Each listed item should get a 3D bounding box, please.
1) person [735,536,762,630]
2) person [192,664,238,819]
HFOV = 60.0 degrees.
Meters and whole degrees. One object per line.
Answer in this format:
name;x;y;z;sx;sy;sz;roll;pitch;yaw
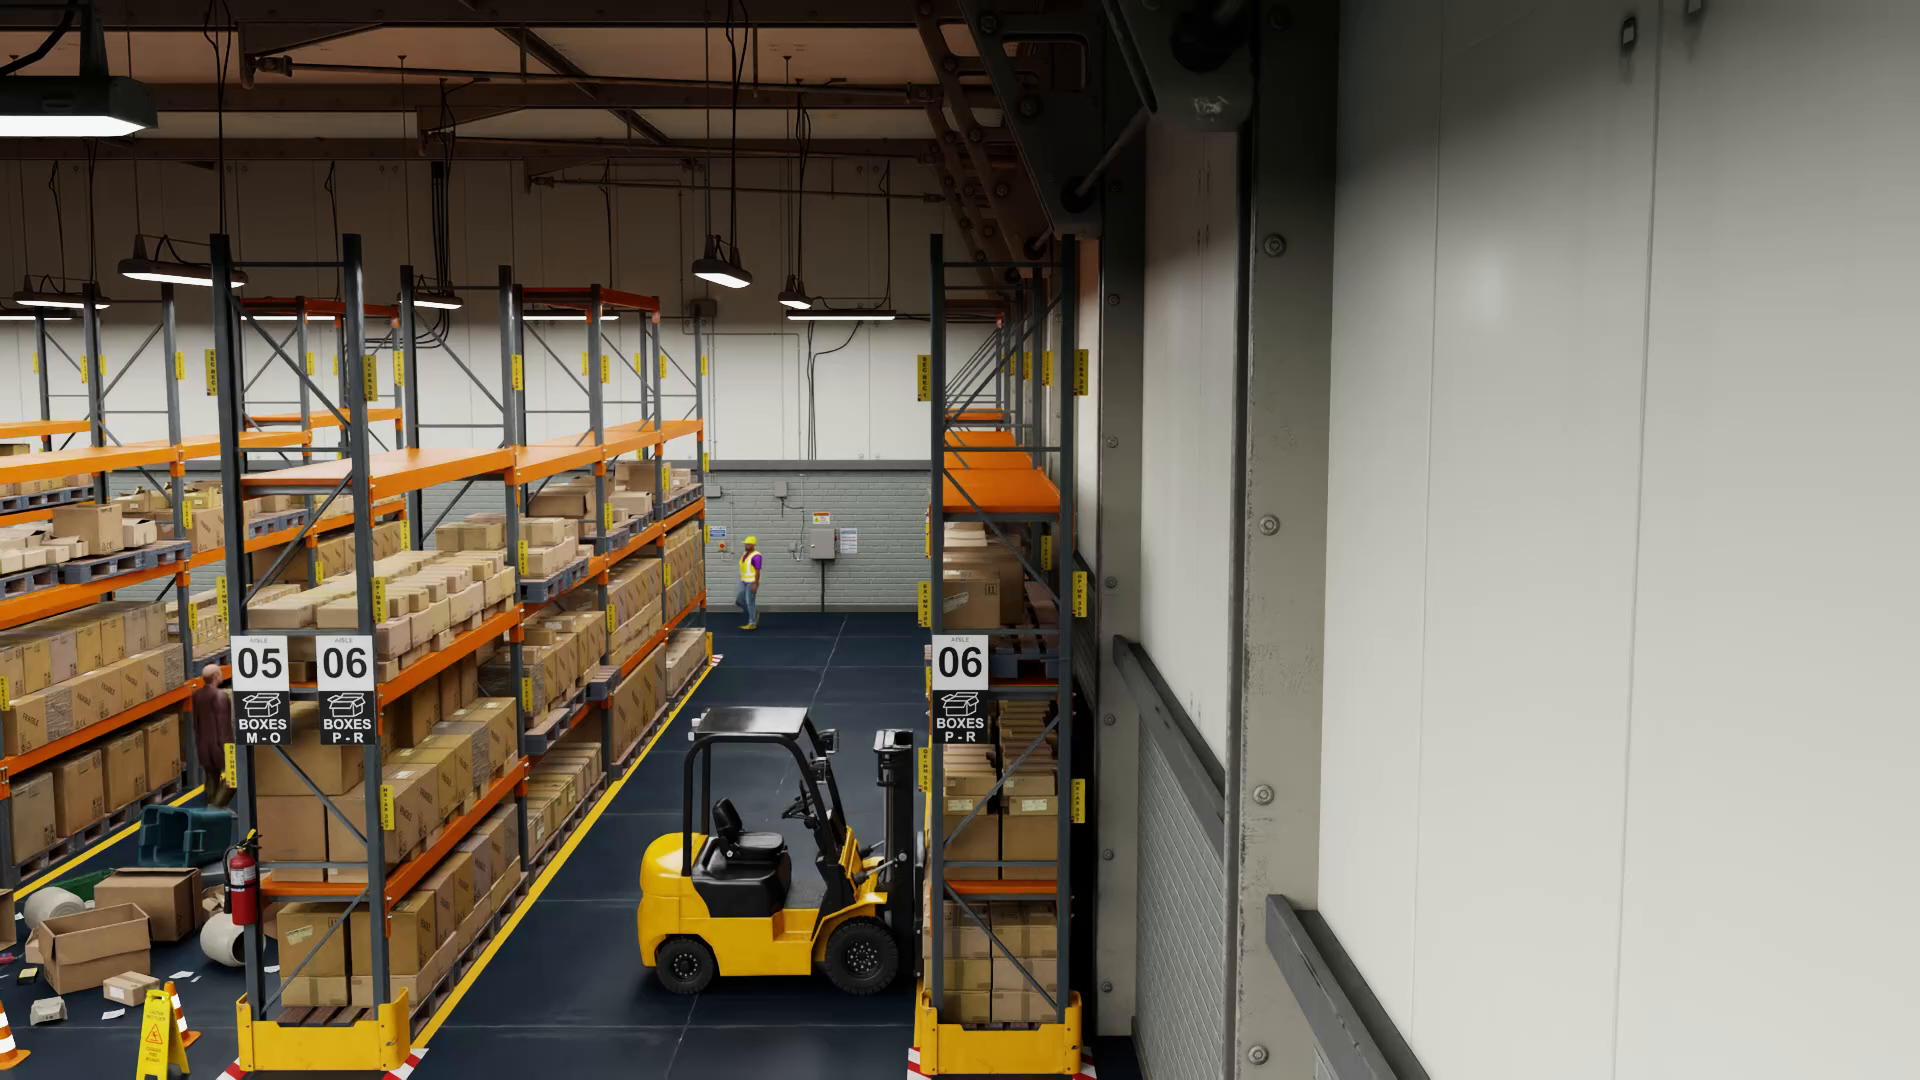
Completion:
person;-3.980;0.805;31.426;0.485;1.762;0.607;-5;8;-36
person;-8.221;2.262;18.313;0.625;1.769;0.571;1;6;11
